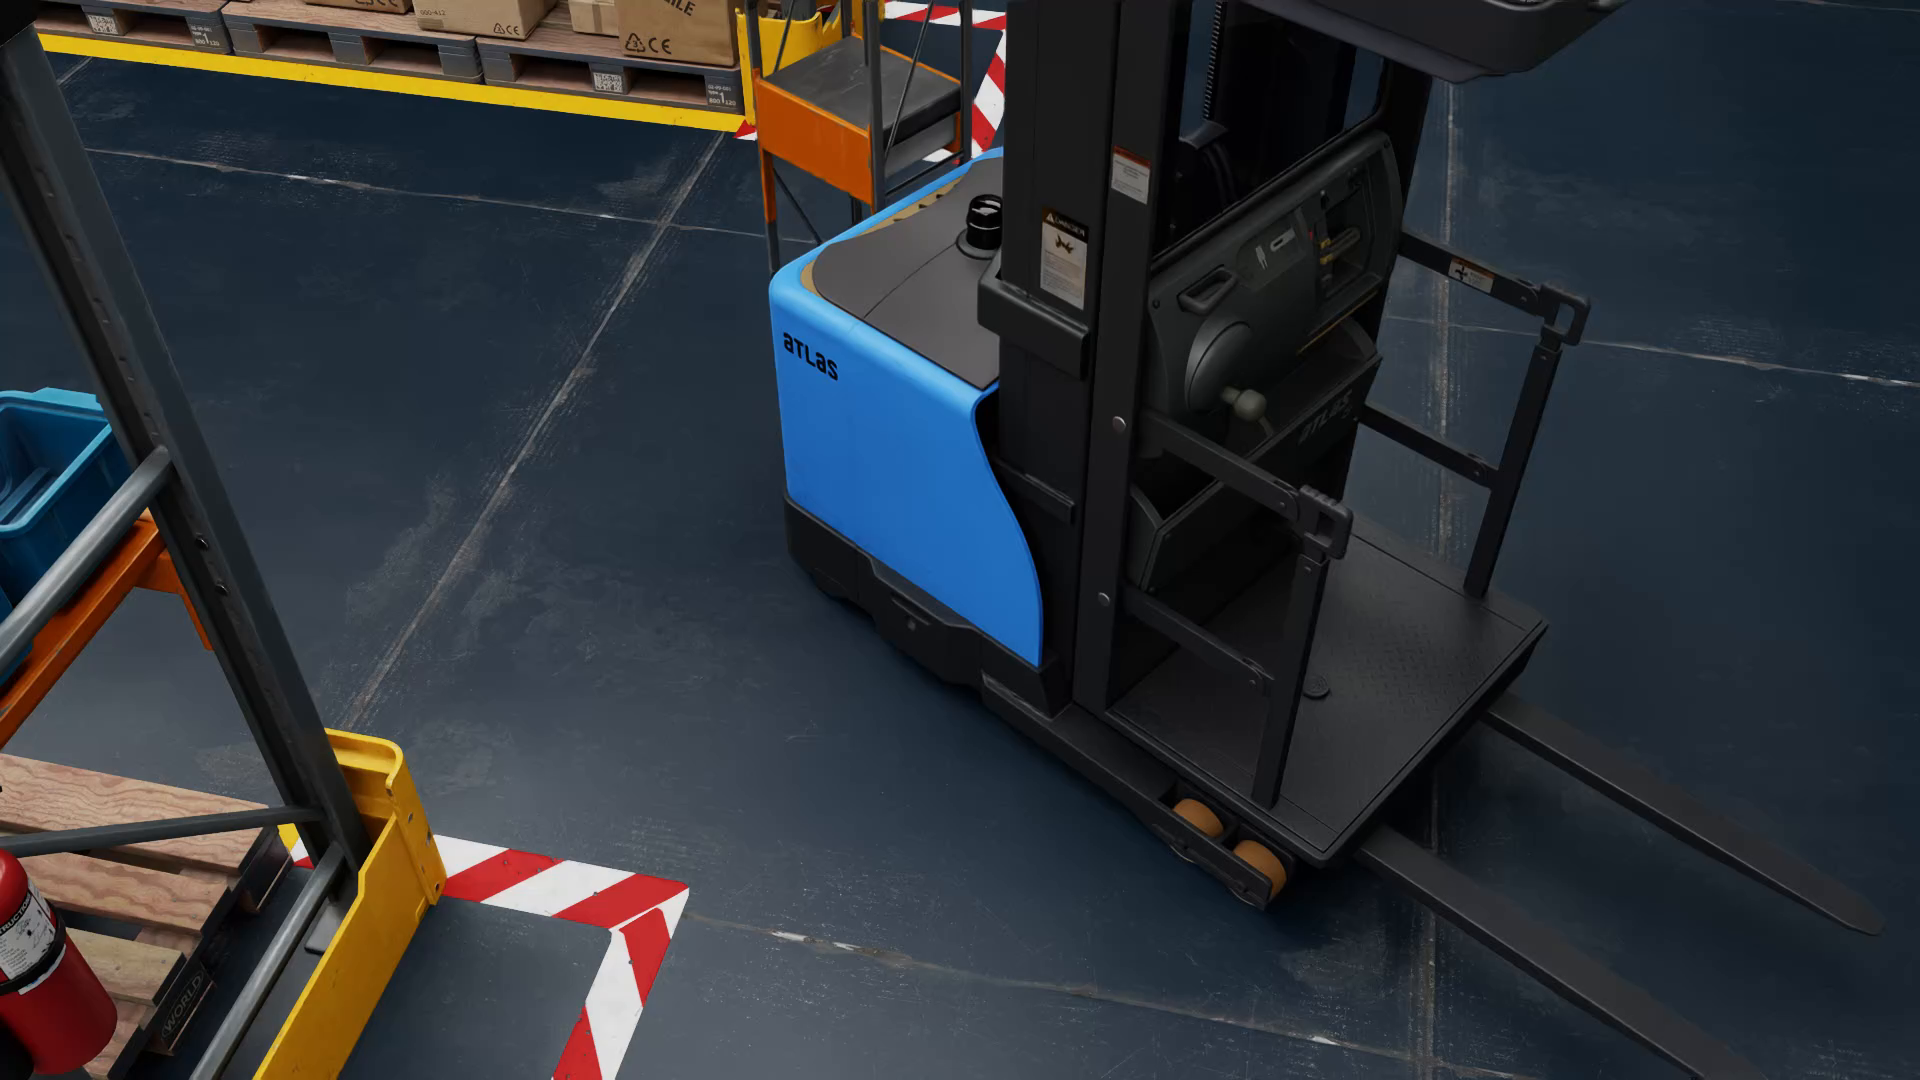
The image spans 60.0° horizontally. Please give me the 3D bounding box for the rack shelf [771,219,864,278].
[{"bbox_3d":[-0.285,-0.659,5.449,0.480,0.518,0.431,33,53,29],"label":"rack shelf"}]

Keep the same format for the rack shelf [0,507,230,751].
[{"bbox_3d":[-3.596,0.106,3.496,4.000,0.370,1.077,9,45,9],"label":"rack shelf"}]

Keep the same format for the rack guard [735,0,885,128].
[{"bbox_3d":[-0.633,-2.313,7.293,0.348,0.500,1.175,9,45,9],"label":"rack guard"}]

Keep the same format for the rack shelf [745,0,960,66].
[{"bbox_3d":[-0.285,-1.667,4.478,0.480,0.518,0.431,33,53,29],"label":"rack shelf"}]

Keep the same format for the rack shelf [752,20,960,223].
[{"bbox_3d":[-0.285,-1.163,4.964,0.480,0.518,0.431,33,53,29],"label":"rack shelf"}]

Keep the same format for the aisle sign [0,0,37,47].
[{"bbox_3d":[-1.509,-0.977,2.228,0.004,0.787,0.394,9,45,9],"label":"aisle sign"}]

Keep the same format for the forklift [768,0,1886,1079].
[{"bbox_3d":[0.888,-0.533,3.690,3.031,2.935,1.130,33,53,30],"label":"forklift"}]

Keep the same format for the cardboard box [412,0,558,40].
[{"bbox_3d":[-2.064,-2.450,7.298,0.500,0.250,0.500,9,45,9],"label":"cardboard box"}]

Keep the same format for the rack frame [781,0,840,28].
[{"bbox_3d":[-0.559,-3.202,6.414,0.127,3.000,1.000,9,45,9],"label":"rack frame"}]

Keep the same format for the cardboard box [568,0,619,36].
[{"bbox_3d":[-1.519,-2.378,7.283,0.250,0.166,0.380,9,45,9],"label":"cardboard box"}]

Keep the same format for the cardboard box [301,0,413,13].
[{"bbox_3d":[-2.628,-2.786,7.464,0.637,0.503,0.797,9,45,9],"label":"cardboard box"}]

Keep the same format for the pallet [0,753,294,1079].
[{"bbox_3d":[-2.440,1.003,4.056,1.213,0.211,1.003,9,45,9],"label":"pallet"}]

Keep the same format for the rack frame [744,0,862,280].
[{"bbox_3d":[-0.464,-1.288,5.073,0.015,2.100,0.400,33,53,29],"label":"rack frame"}]

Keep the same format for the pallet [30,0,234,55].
[{"bbox_3d":[-3.792,-2.699,7.902,1.213,0.211,1.003,9,45,9],"label":"pallet"}]

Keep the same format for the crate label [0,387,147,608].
[{"bbox_3d":[-1.813,-0.072,3.239,0.303,0.233,0.416,9,45,9],"label":"crate label"}]

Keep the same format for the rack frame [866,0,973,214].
[{"bbox_3d":[-0.106,-1.058,4.835,0.015,2.100,0.400,33,53,29],"label":"rack frame"}]

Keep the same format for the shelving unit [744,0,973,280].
[{"bbox_3d":[-0.285,-1.173,4.954,0.503,2.100,0.431,33,53,29],"label":"shelving unit"}]

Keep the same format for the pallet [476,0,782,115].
[{"bbox_3d":[-1.411,-2.329,7.518,1.213,0.211,1.003,9,45,9],"label":"pallet"}]

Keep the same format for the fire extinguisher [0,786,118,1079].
[{"bbox_3d":[-1.596,0.642,2.745,0.183,0.674,0.296,9,45,9],"label":"fire extinguisher"}]

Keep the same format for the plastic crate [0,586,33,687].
[{"bbox_3d":[-2.012,0.191,2.820,0.499,0.435,0.616,9,45,9],"label":"plastic crate"}]

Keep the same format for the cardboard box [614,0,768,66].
[{"bbox_3d":[-1.143,-2.376,7.041,0.500,0.500,0.500,9,45,9],"label":"cardboard box"}]

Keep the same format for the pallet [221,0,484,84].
[{"bbox_3d":[-2.598,-2.515,7.711,1.213,0.211,1.003,9,45,9],"label":"pallet"}]

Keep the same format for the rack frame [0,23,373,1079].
[{"bbox_3d":[-1.644,0.149,2.932,0.127,3.000,1.000,9,45,9],"label":"rack frame"}]

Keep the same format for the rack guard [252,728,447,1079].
[{"bbox_3d":[-1.618,1.045,3.804,0.348,0.500,1.175,9,45,9],"label":"rack guard"}]
